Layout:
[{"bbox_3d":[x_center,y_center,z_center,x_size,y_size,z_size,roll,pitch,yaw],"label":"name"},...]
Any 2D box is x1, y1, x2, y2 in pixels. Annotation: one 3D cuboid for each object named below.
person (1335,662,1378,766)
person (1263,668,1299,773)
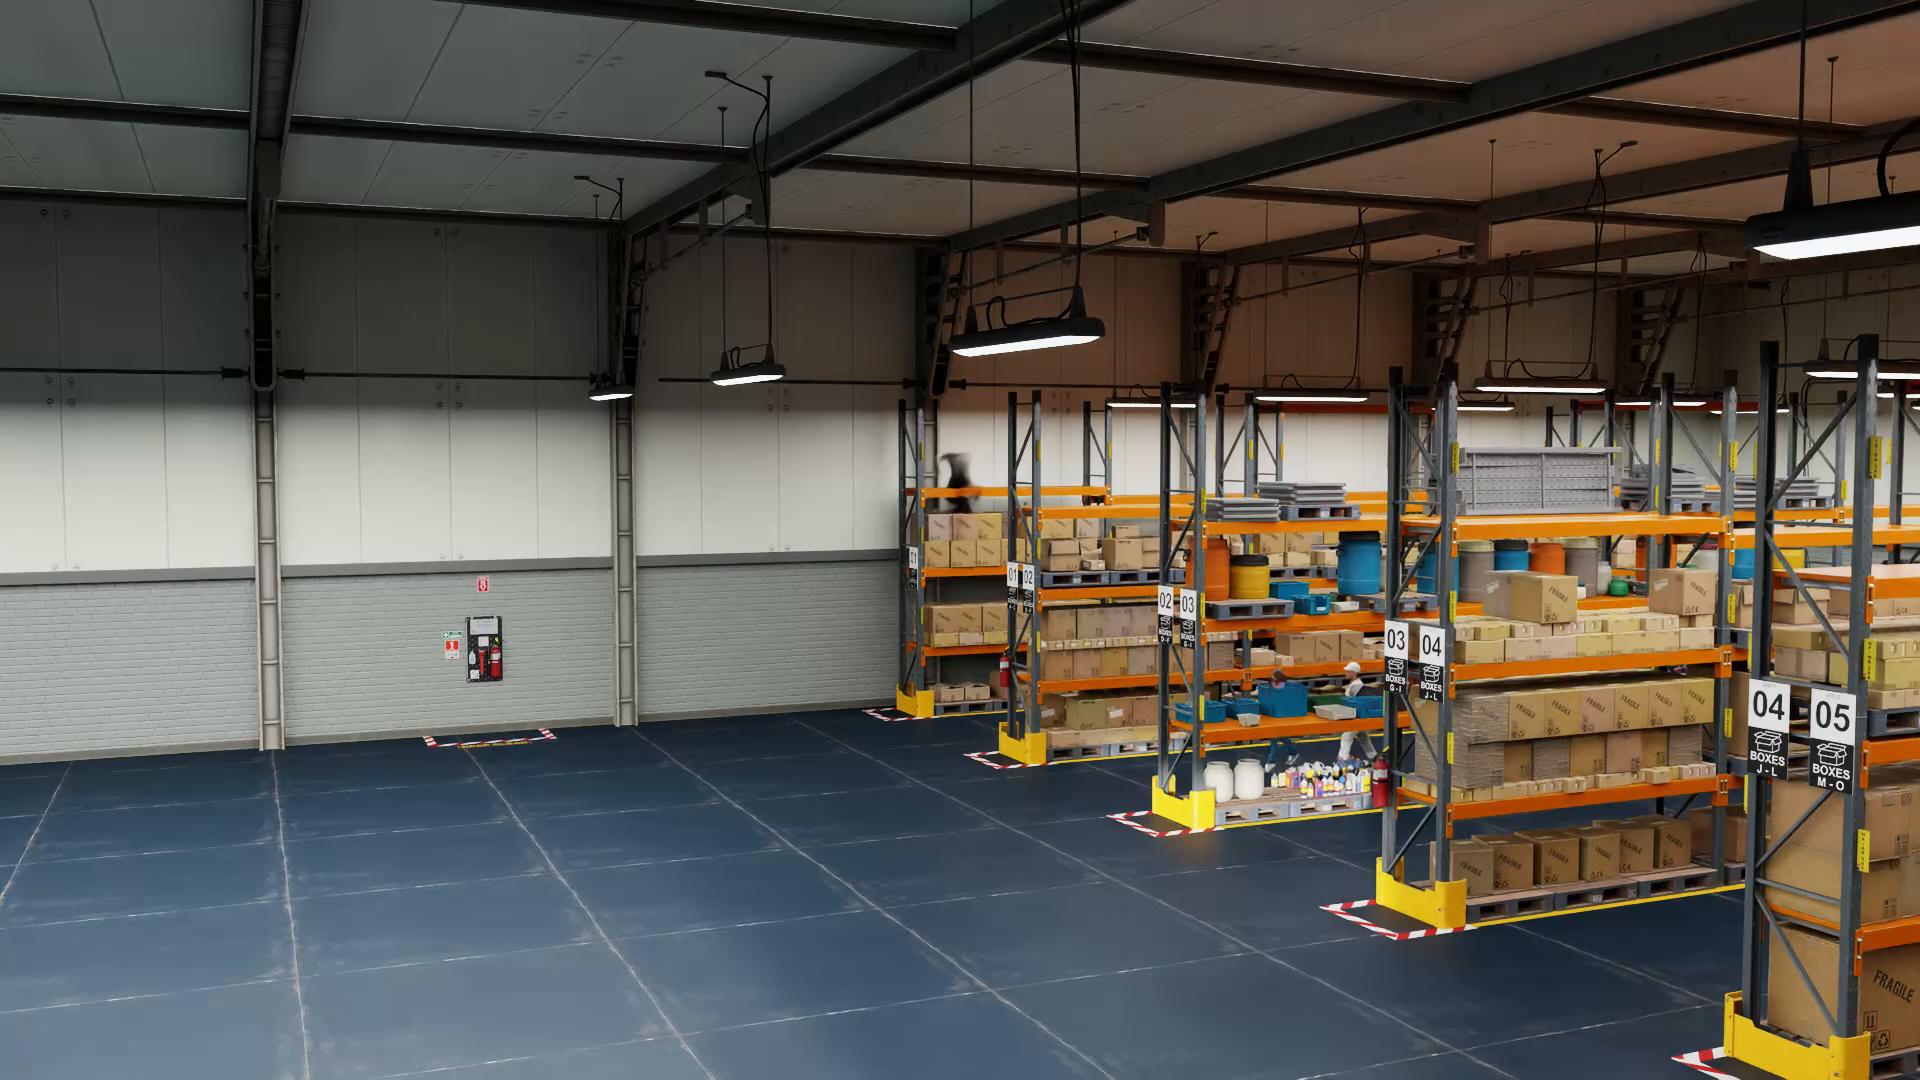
[{"bbox_3d":[6.053,2.765,25.729,0.857,1.747,0.655,1,3,17],"label":"person"},{"bbox_3d":[5.041,2.822,26.146,0.823,1.610,0.535,-2,4,-29],"label":"person"}]
